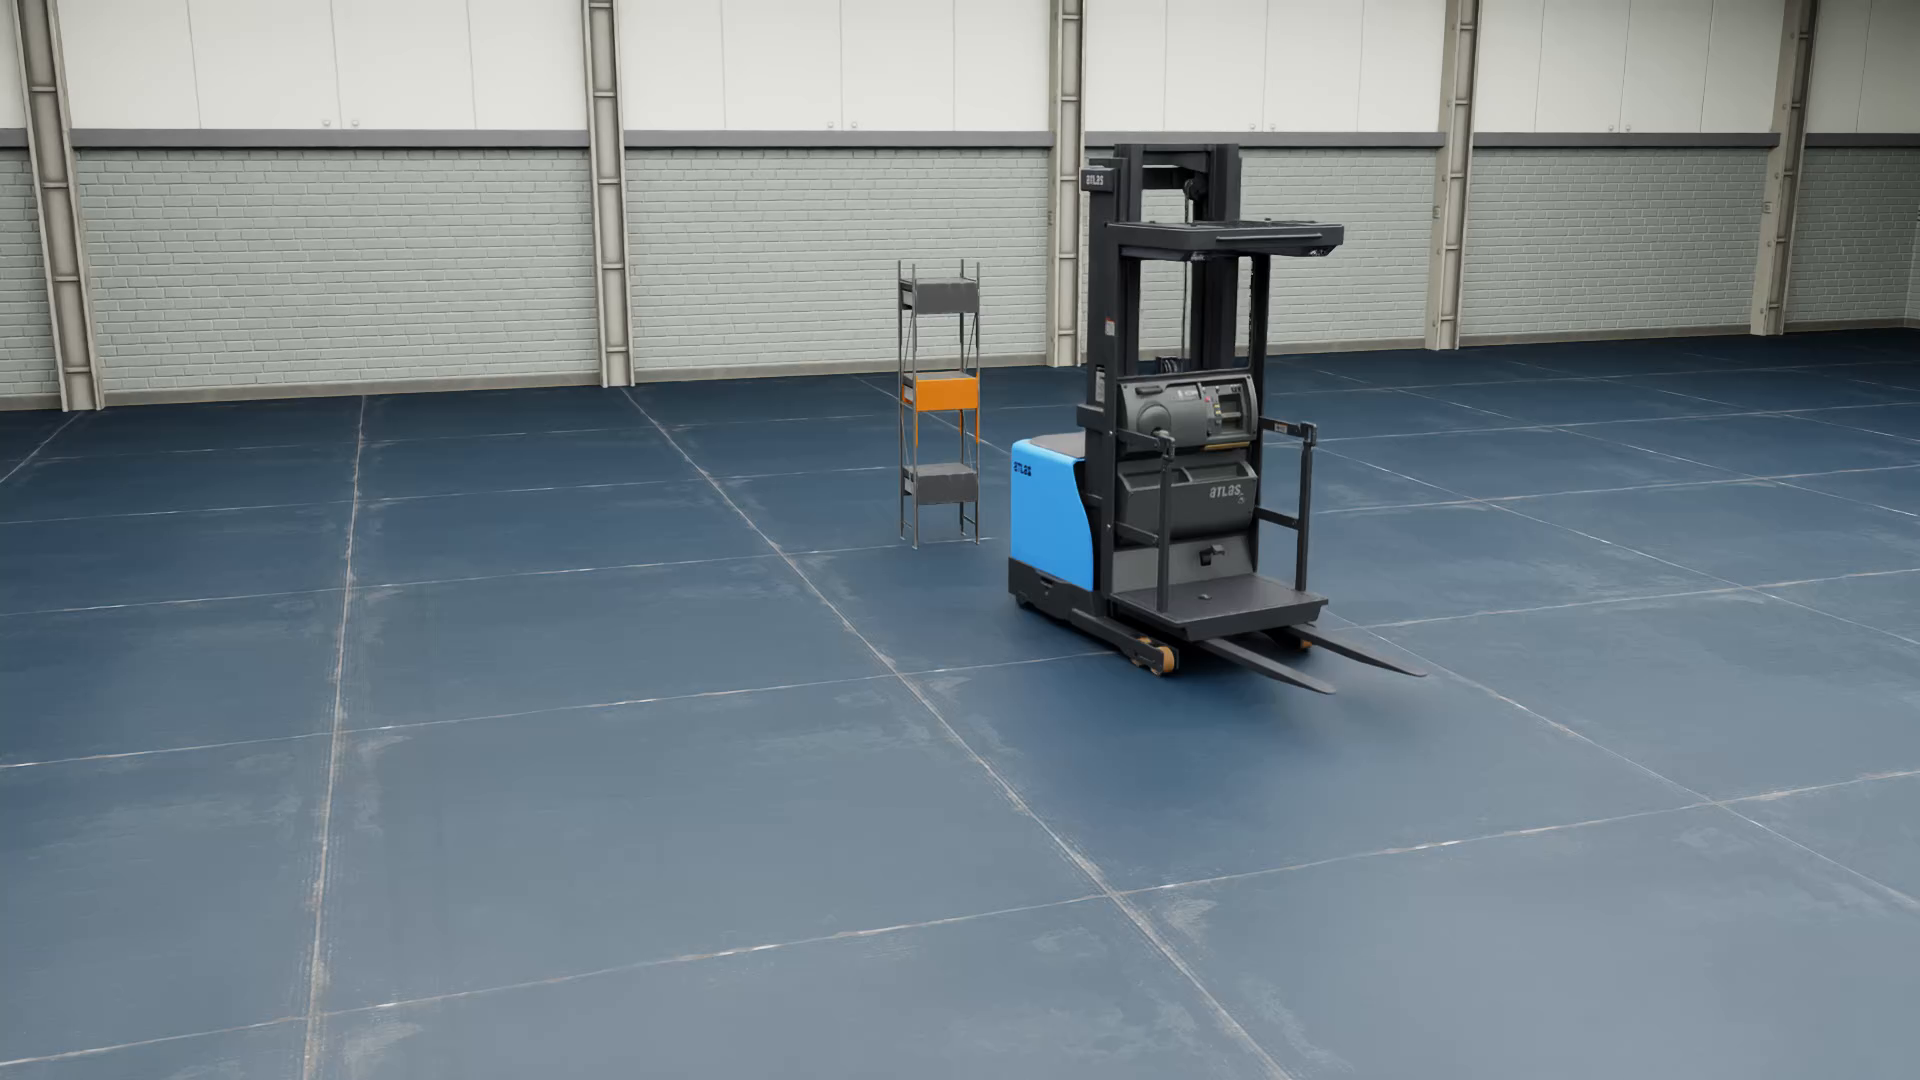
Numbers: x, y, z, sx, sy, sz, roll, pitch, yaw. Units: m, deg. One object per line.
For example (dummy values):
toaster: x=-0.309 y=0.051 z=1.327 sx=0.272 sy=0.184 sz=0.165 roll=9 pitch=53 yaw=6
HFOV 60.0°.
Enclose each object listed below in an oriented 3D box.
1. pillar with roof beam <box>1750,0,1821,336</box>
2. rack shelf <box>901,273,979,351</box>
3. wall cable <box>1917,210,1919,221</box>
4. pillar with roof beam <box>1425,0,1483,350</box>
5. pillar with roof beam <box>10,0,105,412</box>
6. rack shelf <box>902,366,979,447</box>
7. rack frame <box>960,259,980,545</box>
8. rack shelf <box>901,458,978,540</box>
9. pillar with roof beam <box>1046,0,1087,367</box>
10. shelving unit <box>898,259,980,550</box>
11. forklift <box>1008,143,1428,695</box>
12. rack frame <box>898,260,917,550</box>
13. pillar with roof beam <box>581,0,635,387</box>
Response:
pillar with roof beam: x=14.152 y=-6.699 z=21.360 sx=0.400 sy=9.000 sz=9.100 roll=-4 pitch=14 yaw=-18
rack shelf: x=-0.157 y=-1.677 z=12.190 sx=0.480 sy=0.518 sz=0.431 roll=-4 pitch=14 yaw=-18
wall cable: x=15.993 y=-6.060 z=25.383 sx=0.112 sy=2.526 sz=3.097 roll=-4 pitch=14 yaw=-18
pillar with roof beam: x=8.465 y=-6.256 z=19.498 sx=0.400 sy=9.000 sz=9.100 roll=-4 pitch=14 yaw=-18
pillar with roof beam: x=-8.595 y=-4.928 z=13.913 sx=0.400 sy=9.000 sz=9.100 roll=-4 pitch=14 yaw=-18
rack shelf: x=-0.157 y=-0.996 z=12.352 sx=0.480 sy=0.518 sz=0.431 roll=-4 pitch=14 yaw=-18
rack frame: x=0.074 y=-1.027 z=12.424 sx=0.015 sy=2.100 sz=0.400 roll=-4 pitch=14 yaw=-18
rack shelf: x=-0.157 y=-0.315 z=12.514 sx=0.480 sy=0.518 sz=0.431 roll=-4 pitch=14 yaw=-18
pillar with roof beam: x=2.779 y=-5.813 z=17.636 sx=0.400 sy=9.000 sz=9.100 roll=-4 pitch=14 yaw=-18
shelving unit: x=-0.157 y=-1.009 z=12.348 sx=0.503 sy=2.100 sz=0.431 roll=-4 pitch=14 yaw=-18
forklift: x=1.452 y=-0.778 z=9.578 sx=1.130 sy=2.935 sz=3.031 roll=-7 pitch=15 yaw=-27
rack frame: x=-0.388 y=-0.991 z=12.273 sx=0.015 sy=2.100 sz=0.400 roll=-4 pitch=14 yaw=-18
pillar with roof beam: x=-2.908 y=-5.370 z=15.774 sx=0.400 sy=9.000 sz=9.100 roll=-4 pitch=14 yaw=-18
